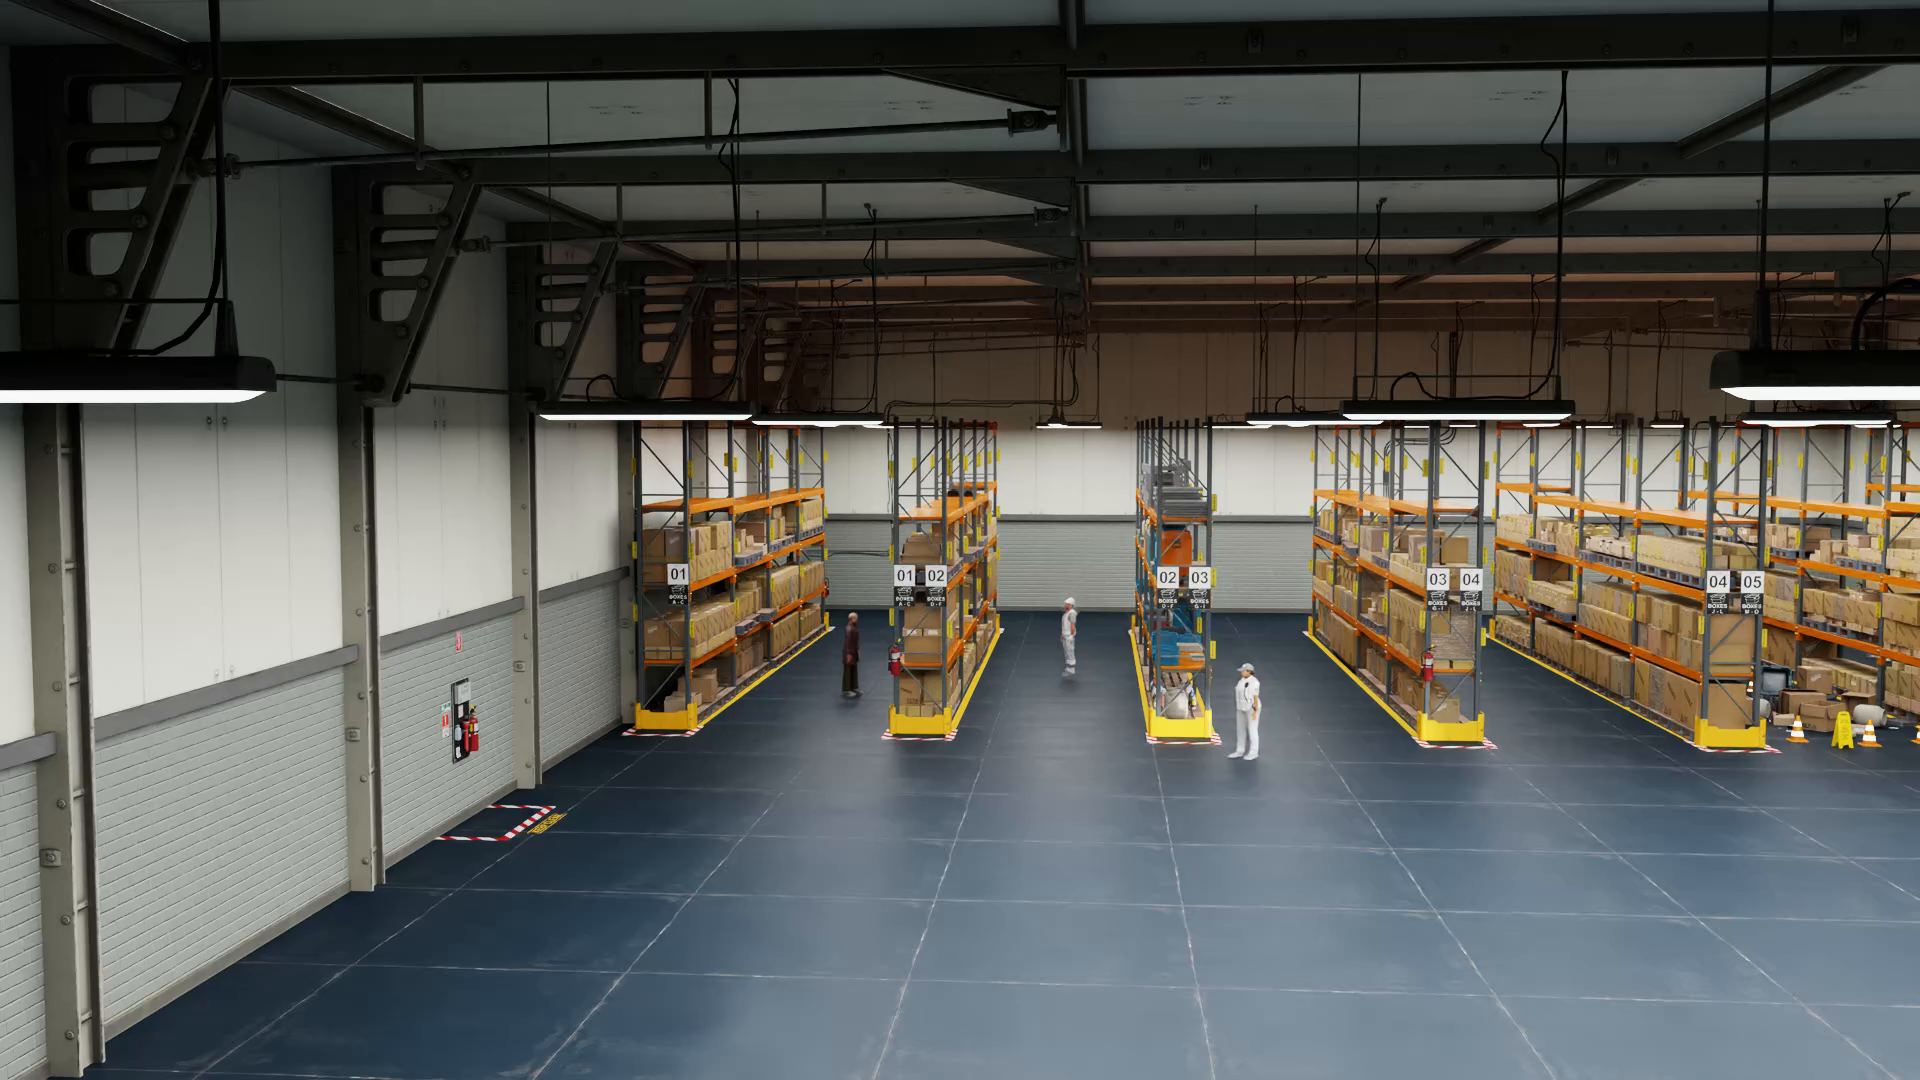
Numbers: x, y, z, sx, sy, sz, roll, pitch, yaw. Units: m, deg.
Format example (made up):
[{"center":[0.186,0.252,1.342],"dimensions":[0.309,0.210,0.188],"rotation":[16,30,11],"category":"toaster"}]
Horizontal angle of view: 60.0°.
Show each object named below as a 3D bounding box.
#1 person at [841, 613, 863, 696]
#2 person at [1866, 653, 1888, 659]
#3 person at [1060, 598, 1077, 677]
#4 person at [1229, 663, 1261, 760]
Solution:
[{"center":[-2.335,2.475,36.069],"dimensions":[0.465,1.799,0.608],"rotation":[1,4,10],"category":"person"},{"center":[22.923,2.207,41.576],"dimensions":[0.500,1.578,0.842],"rotation":[-1,4,-14],"category":"person"},{"center":[2.492,2.237,38.583],"dimensions":[0.404,1.794,0.571],"rotation":[-1,4,-15],"category":"person"},{"center":[5.004,2.987,29.064],"dimensions":[0.459,1.678,0.488],"rotation":[-2,4,-31],"category":"person"}]
